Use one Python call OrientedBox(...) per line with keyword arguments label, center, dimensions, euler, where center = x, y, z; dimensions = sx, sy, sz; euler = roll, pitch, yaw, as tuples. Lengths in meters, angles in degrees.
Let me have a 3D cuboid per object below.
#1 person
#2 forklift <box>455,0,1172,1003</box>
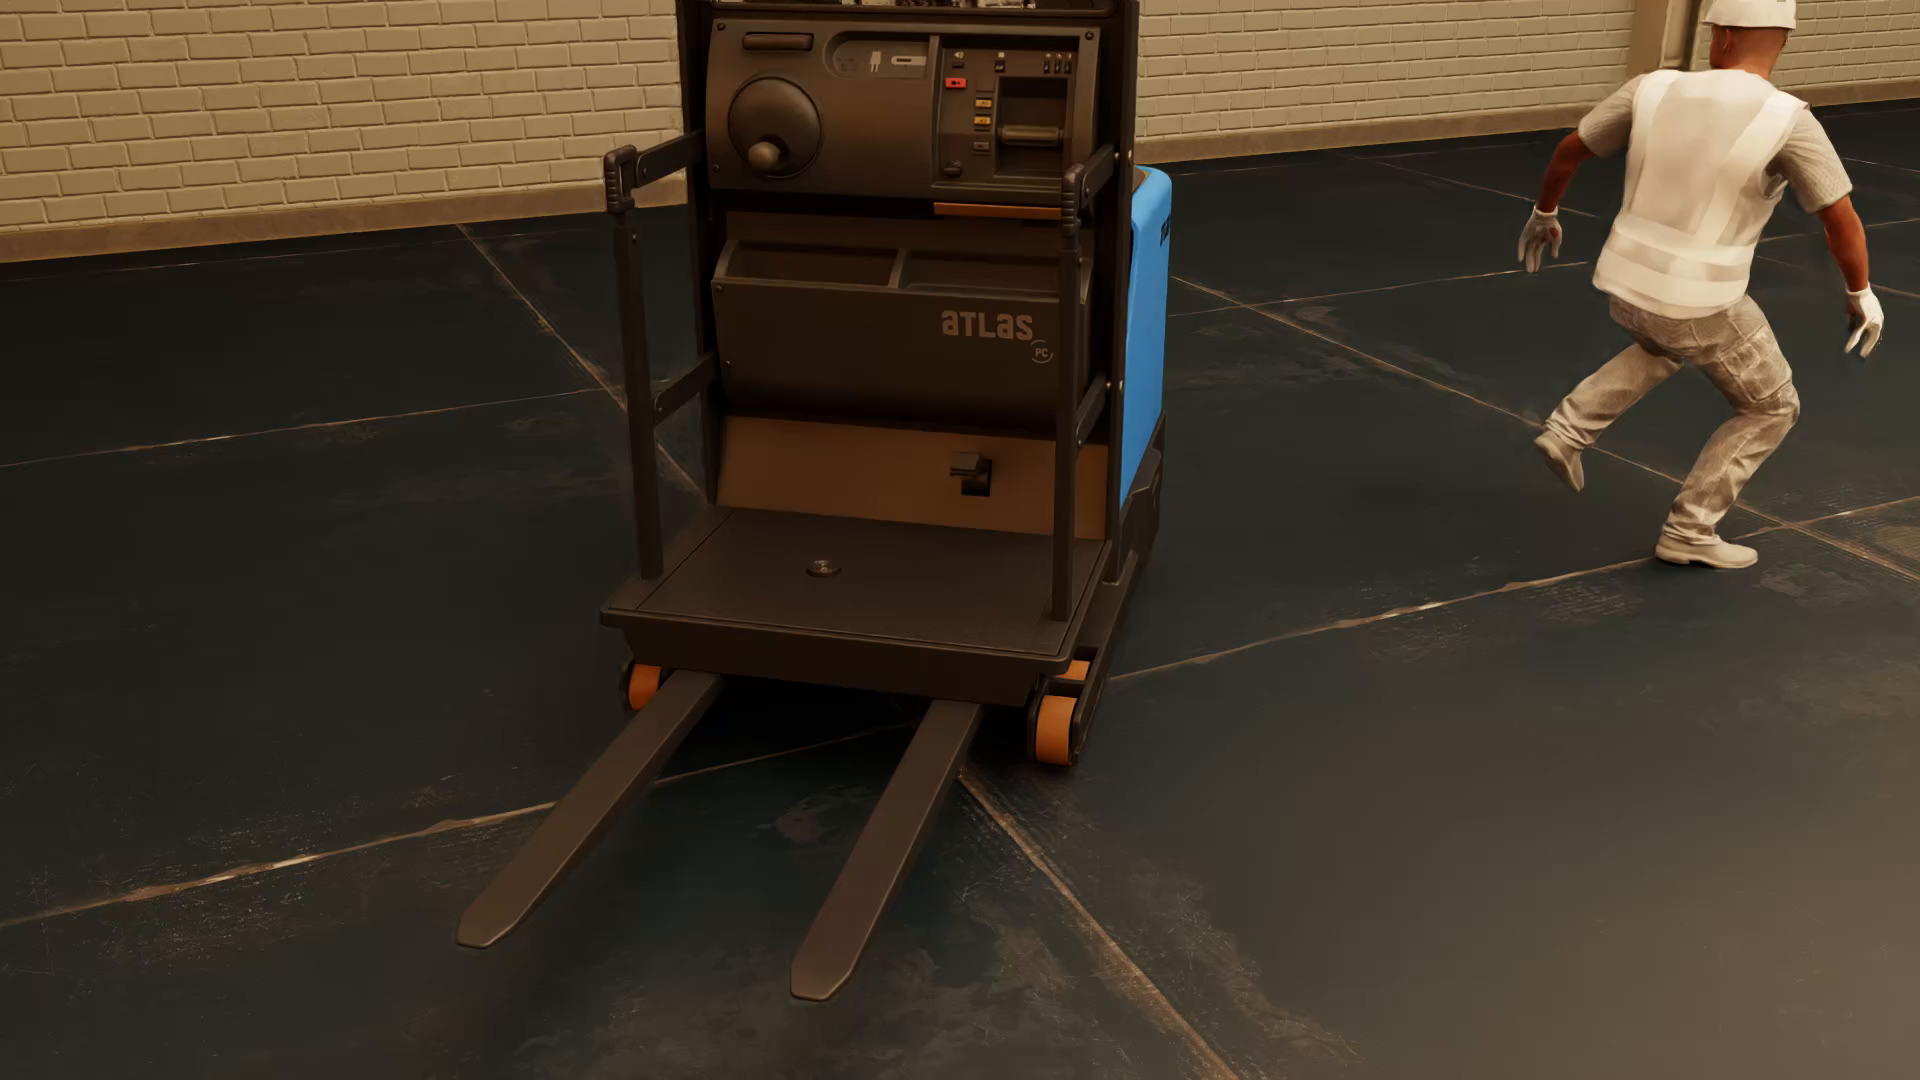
OrientedBox(label="person", center=(2.112, -0.764, 4.812), dimensions=(0.556, 1.667, 0.922), euler=(-11, 25, -24))
OrientedBox(label="forklift", center=(-0.191, -0.990, 3.670), dimensions=(1.130, 2.935, 3.031), euler=(5, 23, 12))
